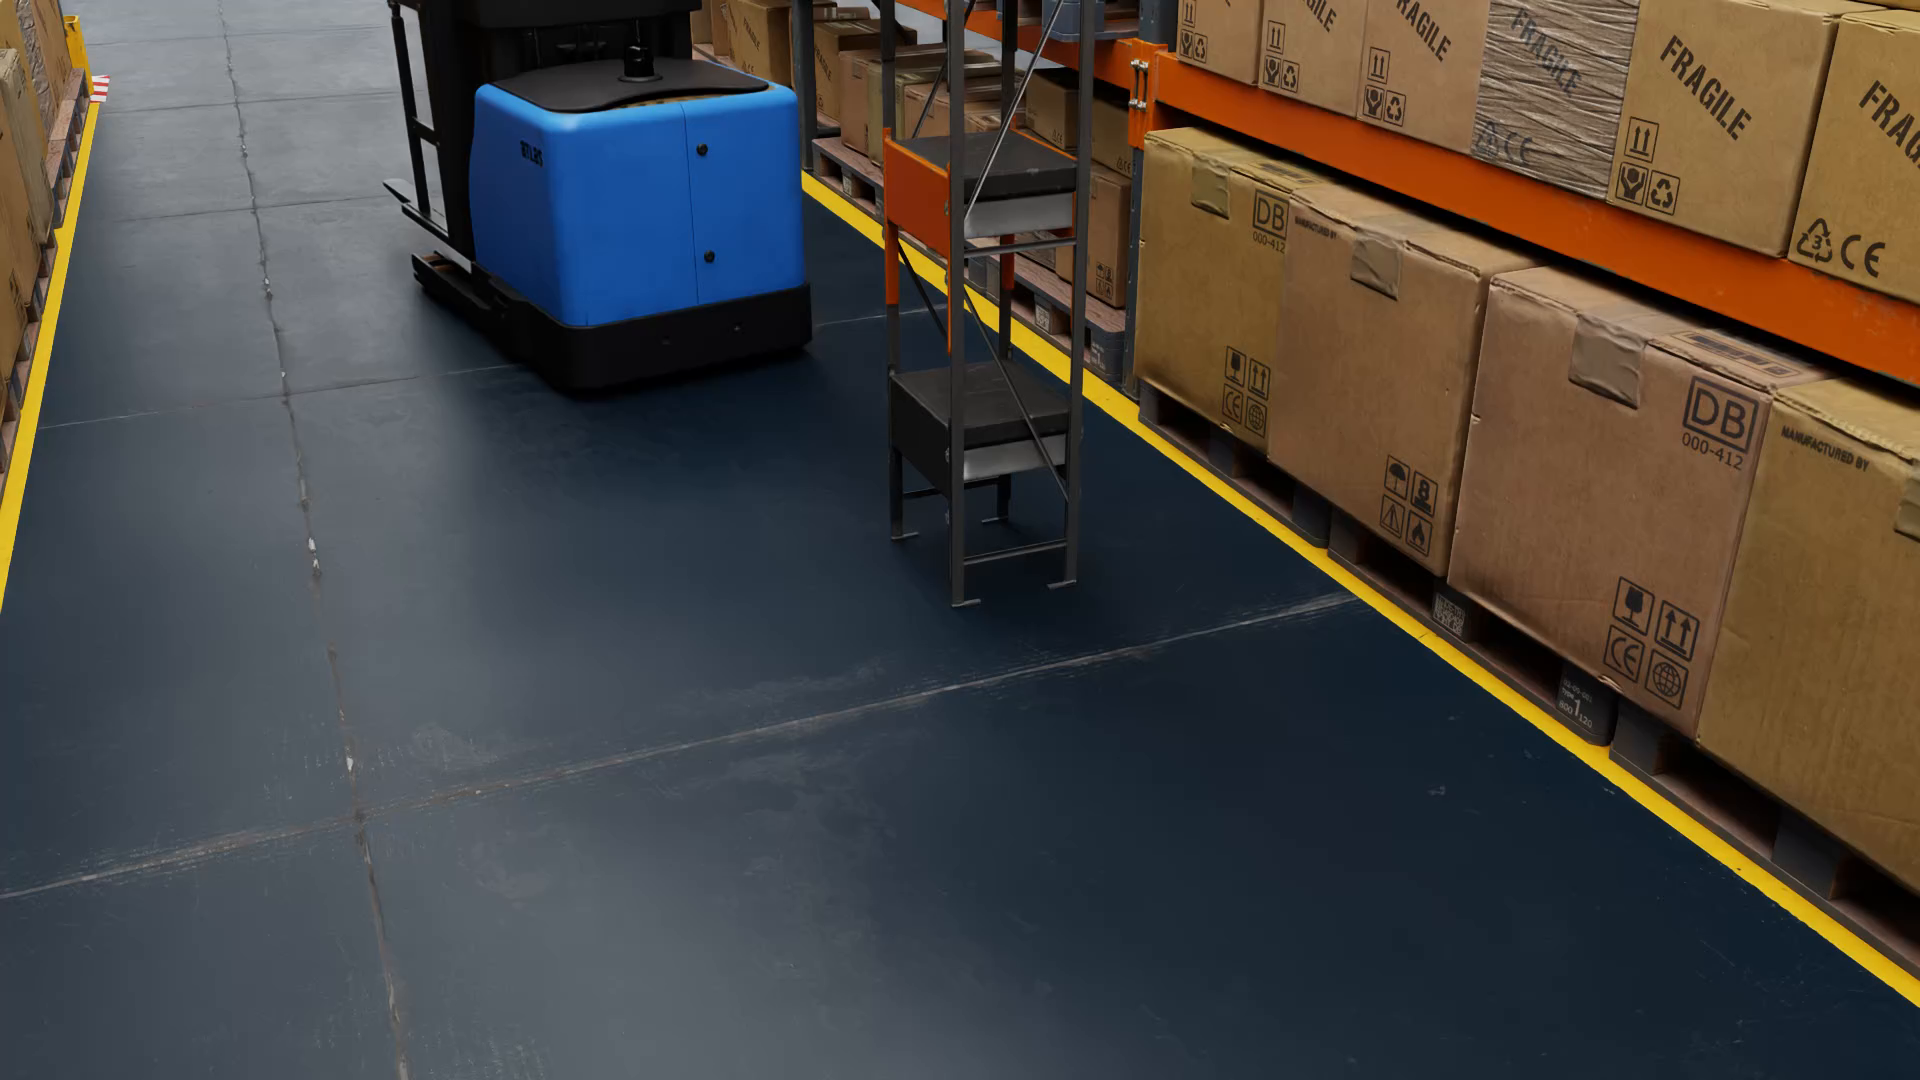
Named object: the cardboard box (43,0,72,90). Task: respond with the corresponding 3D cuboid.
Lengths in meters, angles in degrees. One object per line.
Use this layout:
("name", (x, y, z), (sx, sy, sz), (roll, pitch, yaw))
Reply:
("cardboard box", (-6.304, -3.364, 10.664), (0.875, 0.875, 0.875), (-10, 28, -20))

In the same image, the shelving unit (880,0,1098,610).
("shelving unit", (0.065, -0.877, 4.652), (0.431, 2.100, 0.503), (-11, 28, -21))

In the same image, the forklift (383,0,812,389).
("forklift", (-1.833, -2.483, 6.996), (1.130, 2.935, 3.031), (-16, 30, -30))

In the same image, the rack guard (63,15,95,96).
("rack guard", (-6.640, -3.279, 11.396), (1.175, 0.500, 0.348), (-11, 28, -21))

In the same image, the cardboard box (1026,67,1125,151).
("cardboard box", (0.599, -1.863, 7.141), (0.500, 0.250, 0.500), (-7, 27, -15))

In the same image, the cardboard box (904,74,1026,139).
("cardboard box", (0.149, -1.990, 8.255), (0.700, 0.500, 0.500), (-13, 29, -25))

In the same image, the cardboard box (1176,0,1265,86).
("cardboard box", (1.046, -1.776, 5.355), (0.500, 0.500, 0.500), (-10, 28, -19))

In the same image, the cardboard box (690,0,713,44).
("cardboard box", (-1.798, -4.014, 12.424), (0.500, 0.500, 0.500), (-5, 27, -11))

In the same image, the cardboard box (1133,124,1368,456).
("cardboard box", (1.357, -0.926, 5.671), (1.225, 0.875, 0.875), (-12, 28, -23))

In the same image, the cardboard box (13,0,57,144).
("cardboard box", (-5.602, -2.641, 9.183), (0.875, 0.875, 0.875), (-10, 28, -20))

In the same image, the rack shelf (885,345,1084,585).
("rack shelf", (0.065, -0.235, 4.966), (0.431, 0.518, 0.480), (-11, 28, -21))

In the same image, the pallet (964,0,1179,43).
("pallet", (0.729, -2.158, 6.469), (1.213, 0.211, 1.003), (-11, 28, -21))

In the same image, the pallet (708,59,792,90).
("pallet", (-1.238, -3.094, 11.347), (1.003, 0.211, 1.213), (-11, 28, -21))

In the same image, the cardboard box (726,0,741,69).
("cardboard box", (-1.304, -3.523, 11.417), (0.500, 0.500, 0.500), (-8, 27, -16))

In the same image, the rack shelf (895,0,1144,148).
("rack shelf", (0.323, -2.458, 7.686), (1.077, 0.370, 4.000), (-11, 28, -21))

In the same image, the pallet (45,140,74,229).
("pallet", (-5.290, -1.845, 8.788), (1.003, 0.211, 1.213), (-11, 28, -21))

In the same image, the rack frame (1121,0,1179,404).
("rack frame", (1.106, -1.974, 5.875), (1.000, 3.000, 0.127), (-11, 28, -21))

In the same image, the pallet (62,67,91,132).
("pallet", (-6.245, -2.830, 10.806), (1.003, 0.211, 1.213), (-11, 28, -21))

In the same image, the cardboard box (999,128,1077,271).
("cardboard box", (0.596, -1.538, 7.328), (0.700, 0.500, 0.500), (-13, 29, -25))

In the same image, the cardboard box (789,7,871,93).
("cardboard box", (-0.812, -3.053, 10.454), (0.500, 0.500, 0.500), (-2, 26, -4))

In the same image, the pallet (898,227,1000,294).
("pallet", (0.327, -1.529, 8.141), (1.003, 0.211, 1.213), (-11, 28, -21))

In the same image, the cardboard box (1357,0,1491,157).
("cardboard box", (1.454, -1.362, 4.507), (0.500, 0.500, 0.500), (-11, 28, -22))

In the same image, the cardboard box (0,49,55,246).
("cardboard box", (-4.738, -1.720, 7.440), (1.050, 0.750, 0.750), (-11, 28, -21))

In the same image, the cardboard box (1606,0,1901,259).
("cardboard box", (1.840, -0.957, 3.677), (0.500, 0.500, 0.500), (-11, 28, -21))

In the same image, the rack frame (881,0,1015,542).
("rack frame", (-0.031, -0.975, 4.854), (0.400, 2.100, 0.015), (-11, 28, -21))

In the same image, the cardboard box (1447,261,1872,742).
("cardboard box", (2.053, -0.209, 4.202), (1.225, 0.875, 0.875), (-12, 28, -22))

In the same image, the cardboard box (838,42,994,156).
("cardboard box", (-0.240, -2.412, 9.119), (0.700, 0.500, 0.500), (-13, 29, -25))

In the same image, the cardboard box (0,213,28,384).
("cardboard box", (-3.999, -0.954, 5.871), (1.050, 0.750, 0.750), (-10, 28, -20))

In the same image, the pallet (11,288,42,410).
("pallet", (-4.211, -0.733, 6.510), (1.003, 0.211, 1.213), (-11, 28, -21))

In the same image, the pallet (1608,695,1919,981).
("pallet", (2.301, 0.595, 3.791), (1.003, 0.211, 1.213), (-11, 28, -21))

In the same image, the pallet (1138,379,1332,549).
("pallet", (1.345, -0.390, 5.808), (1.003, 0.211, 1.213), (-11, 28, -21))
